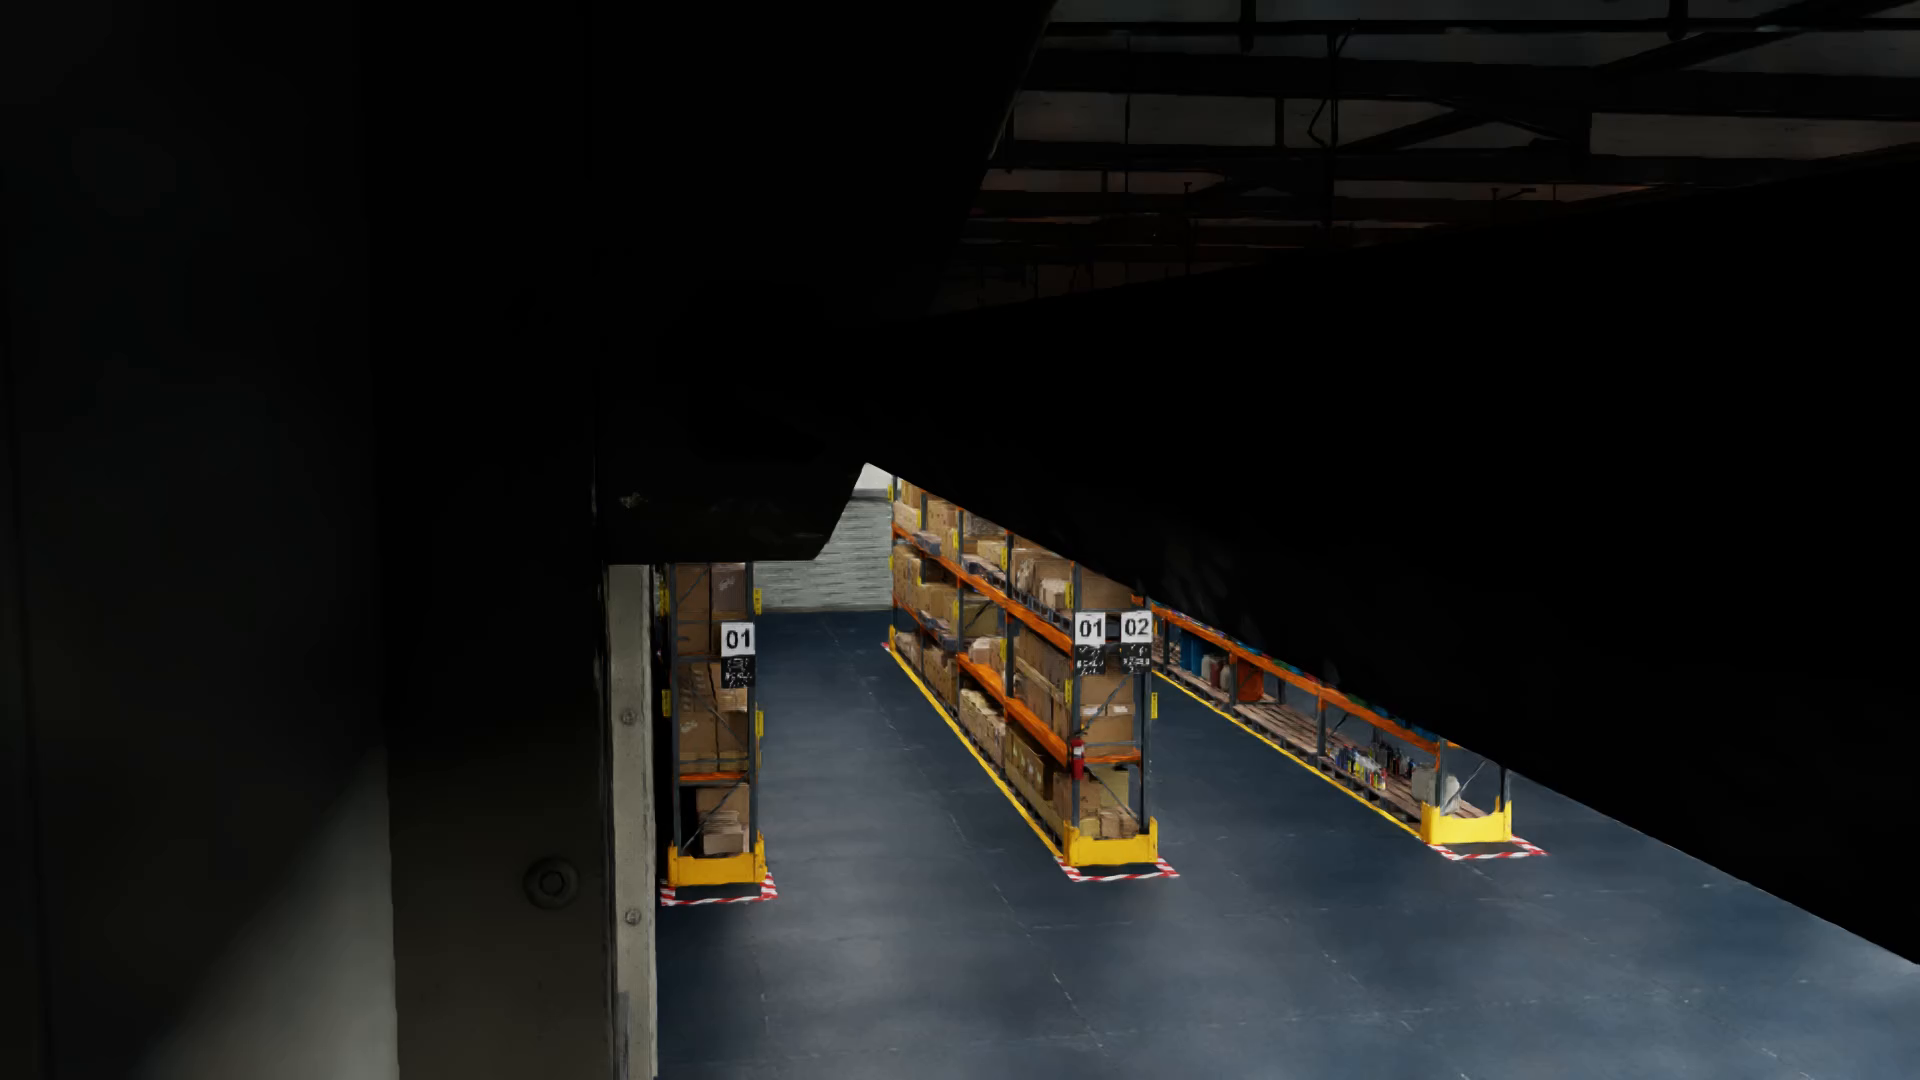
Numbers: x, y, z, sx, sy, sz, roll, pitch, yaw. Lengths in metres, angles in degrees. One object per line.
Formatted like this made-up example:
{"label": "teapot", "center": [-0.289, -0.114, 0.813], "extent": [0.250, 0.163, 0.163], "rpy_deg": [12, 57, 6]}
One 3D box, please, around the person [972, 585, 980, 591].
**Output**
{"label": "person", "center": [0.412, 1.461, 37.666], "extent": [0.463, 1.596, 0.985], "rpy_deg": [-1, 6, -11]}
